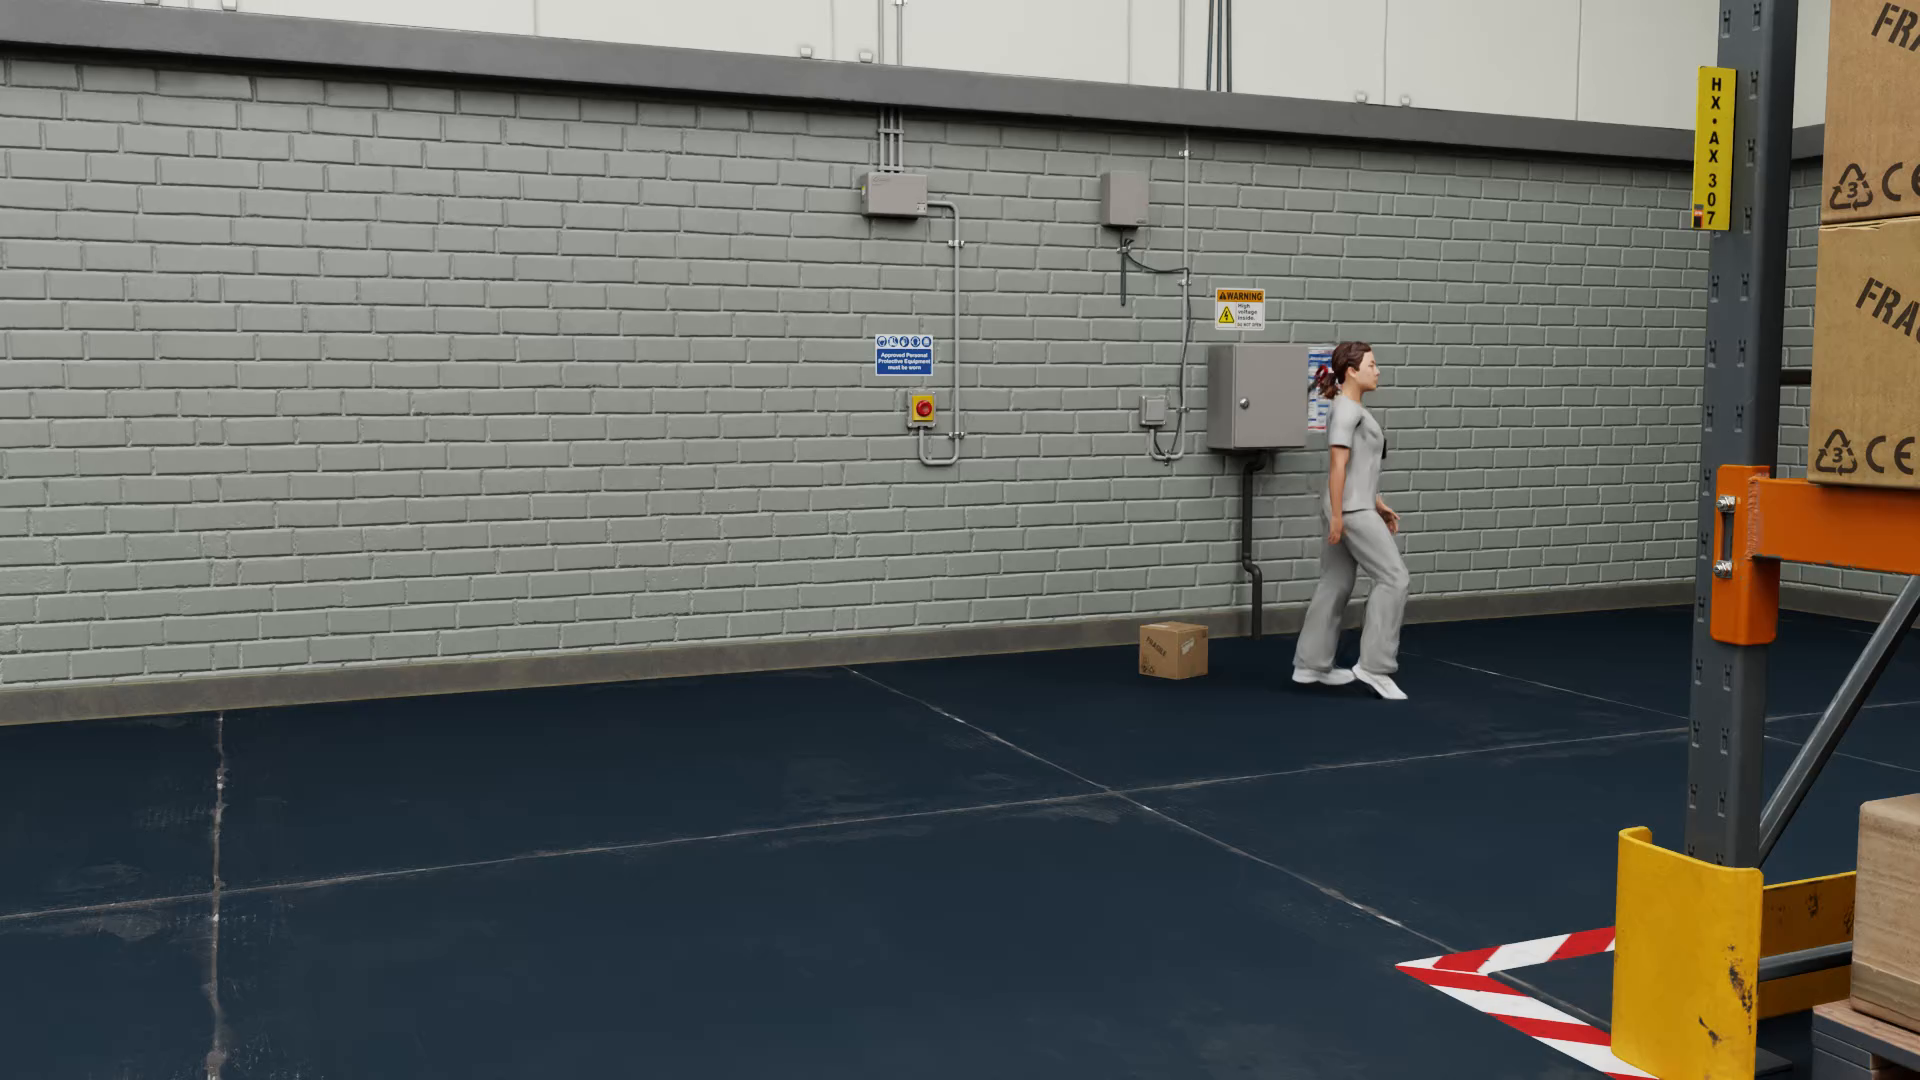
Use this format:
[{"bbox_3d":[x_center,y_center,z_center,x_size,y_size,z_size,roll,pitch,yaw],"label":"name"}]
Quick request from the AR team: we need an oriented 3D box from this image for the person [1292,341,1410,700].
[{"bbox_3d":[1.885,-0.088,7.974,0.546,1.722,0.455,1,6,10],"label":"person"}]
